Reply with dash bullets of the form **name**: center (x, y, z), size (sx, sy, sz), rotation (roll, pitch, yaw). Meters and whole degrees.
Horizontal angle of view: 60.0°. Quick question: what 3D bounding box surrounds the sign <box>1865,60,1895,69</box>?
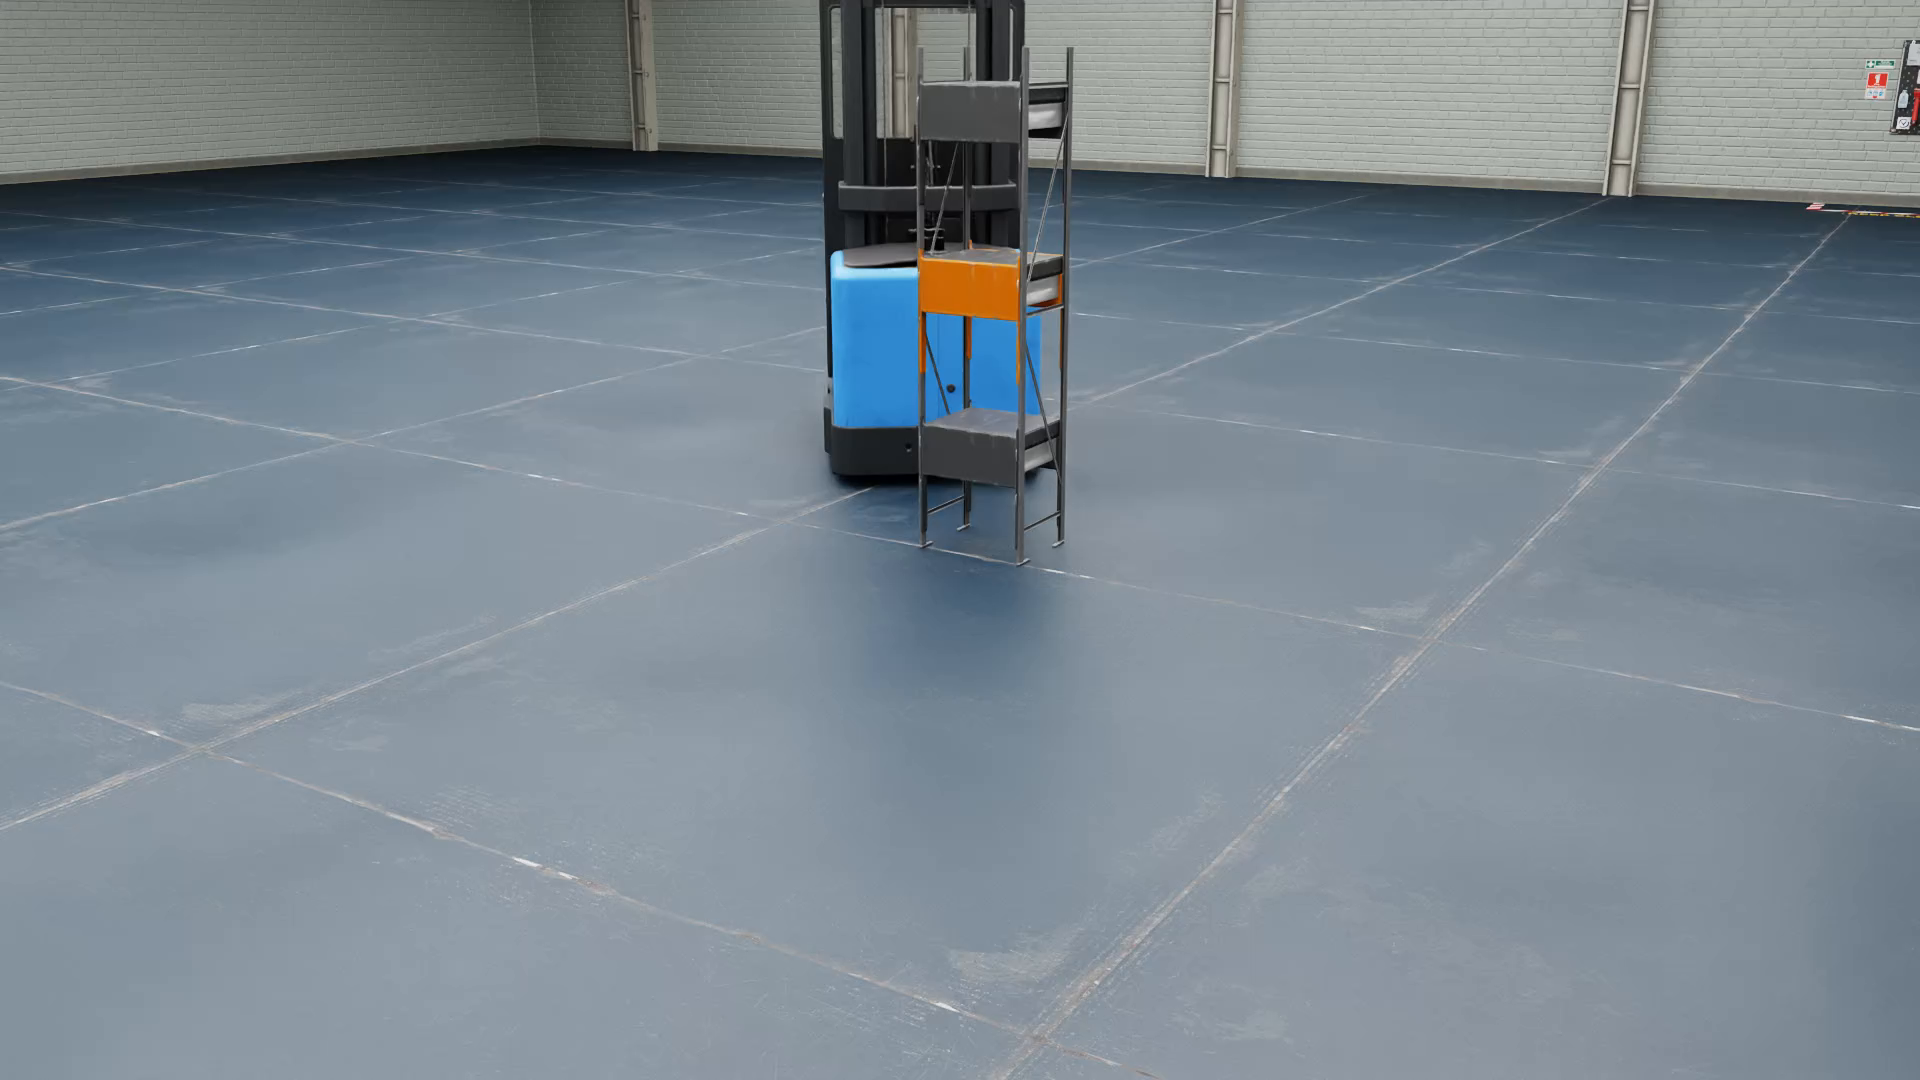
- **sign**: center (11.844, -6.122, 21.400), size (0.331, 0.109, 0.001), rotation (10, 20, 30)

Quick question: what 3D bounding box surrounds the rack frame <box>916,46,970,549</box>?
- **rack frame**: center (-0.067, -1.017, 7.115), size (0.015, 2.100, 0.400), rotation (10, 20, 30)

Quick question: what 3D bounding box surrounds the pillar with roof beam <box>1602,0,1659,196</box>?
- **pillar with roof beam**: center (6.982, -8.076, 18.484), size (0.400, 9.000, 9.100), rotation (10, 20, 30)

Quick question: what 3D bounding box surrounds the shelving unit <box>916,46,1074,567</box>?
- **shelving unit**: center (0.141, -0.979, 6.993), size (0.503, 2.100, 0.431), rotation (10, 20, 30)

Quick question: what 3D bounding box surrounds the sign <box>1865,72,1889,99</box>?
- **sign**: center (11.845, -5.871, 21.486), size (0.234, 0.329, 0.001), rotation (10, 20, 30)

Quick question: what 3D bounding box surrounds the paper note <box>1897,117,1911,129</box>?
- **paper note**: center (12.147, -5.367, 21.403), size (0.142, 0.148, 0.016), rotation (10, 20, 30)

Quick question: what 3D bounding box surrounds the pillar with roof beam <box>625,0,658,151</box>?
- **pillar with roof beam**: center (-8.356, -10.814, 27.498), size (0.400, 9.000, 9.100), rotation (10, 20, 30)

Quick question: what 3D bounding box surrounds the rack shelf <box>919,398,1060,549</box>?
- **rack shelf**: center (0.141, -0.297, 7.201), size (0.480, 0.518, 0.431), rotation (10, 20, 30)

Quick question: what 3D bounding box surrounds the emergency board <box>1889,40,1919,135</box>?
- **emergency board**: center (12.264, -5.750, 21.150), size (0.626, 1.169, 0.157), rotation (10, 20, 30)

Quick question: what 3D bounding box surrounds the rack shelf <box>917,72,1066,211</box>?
- **rack shelf**: center (0.141, -1.636, 6.794), size (0.480, 0.518, 0.431), rotation (10, 20, 30)

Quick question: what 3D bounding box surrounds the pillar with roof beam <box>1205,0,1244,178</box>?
- **pillar with roof beam**: center (1.869, -8.988, 21.489), size (0.400, 9.000, 9.100), rotation (10, 20, 30)

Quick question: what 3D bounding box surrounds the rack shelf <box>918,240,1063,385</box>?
- **rack shelf**: center (0.141, -0.966, 6.997), size (0.480, 0.518, 0.431), rotation (10, 20, 30)

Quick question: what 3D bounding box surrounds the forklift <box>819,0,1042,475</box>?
- **forklift**: center (-0.220, -2.099, 9.247), size (1.130, 2.935, 3.031), rotation (-1, 17, -4)

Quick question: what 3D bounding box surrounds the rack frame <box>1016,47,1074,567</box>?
- **rack frame**: center (0.349, -0.942, 6.871), size (0.015, 2.100, 0.400), rotation (10, 20, 30)

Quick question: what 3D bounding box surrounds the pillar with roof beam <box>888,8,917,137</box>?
- **pillar with roof beam**: center (-3.243, -9.901, 24.493), size (0.400, 9.000, 9.100), rotation (10, 20, 30)
